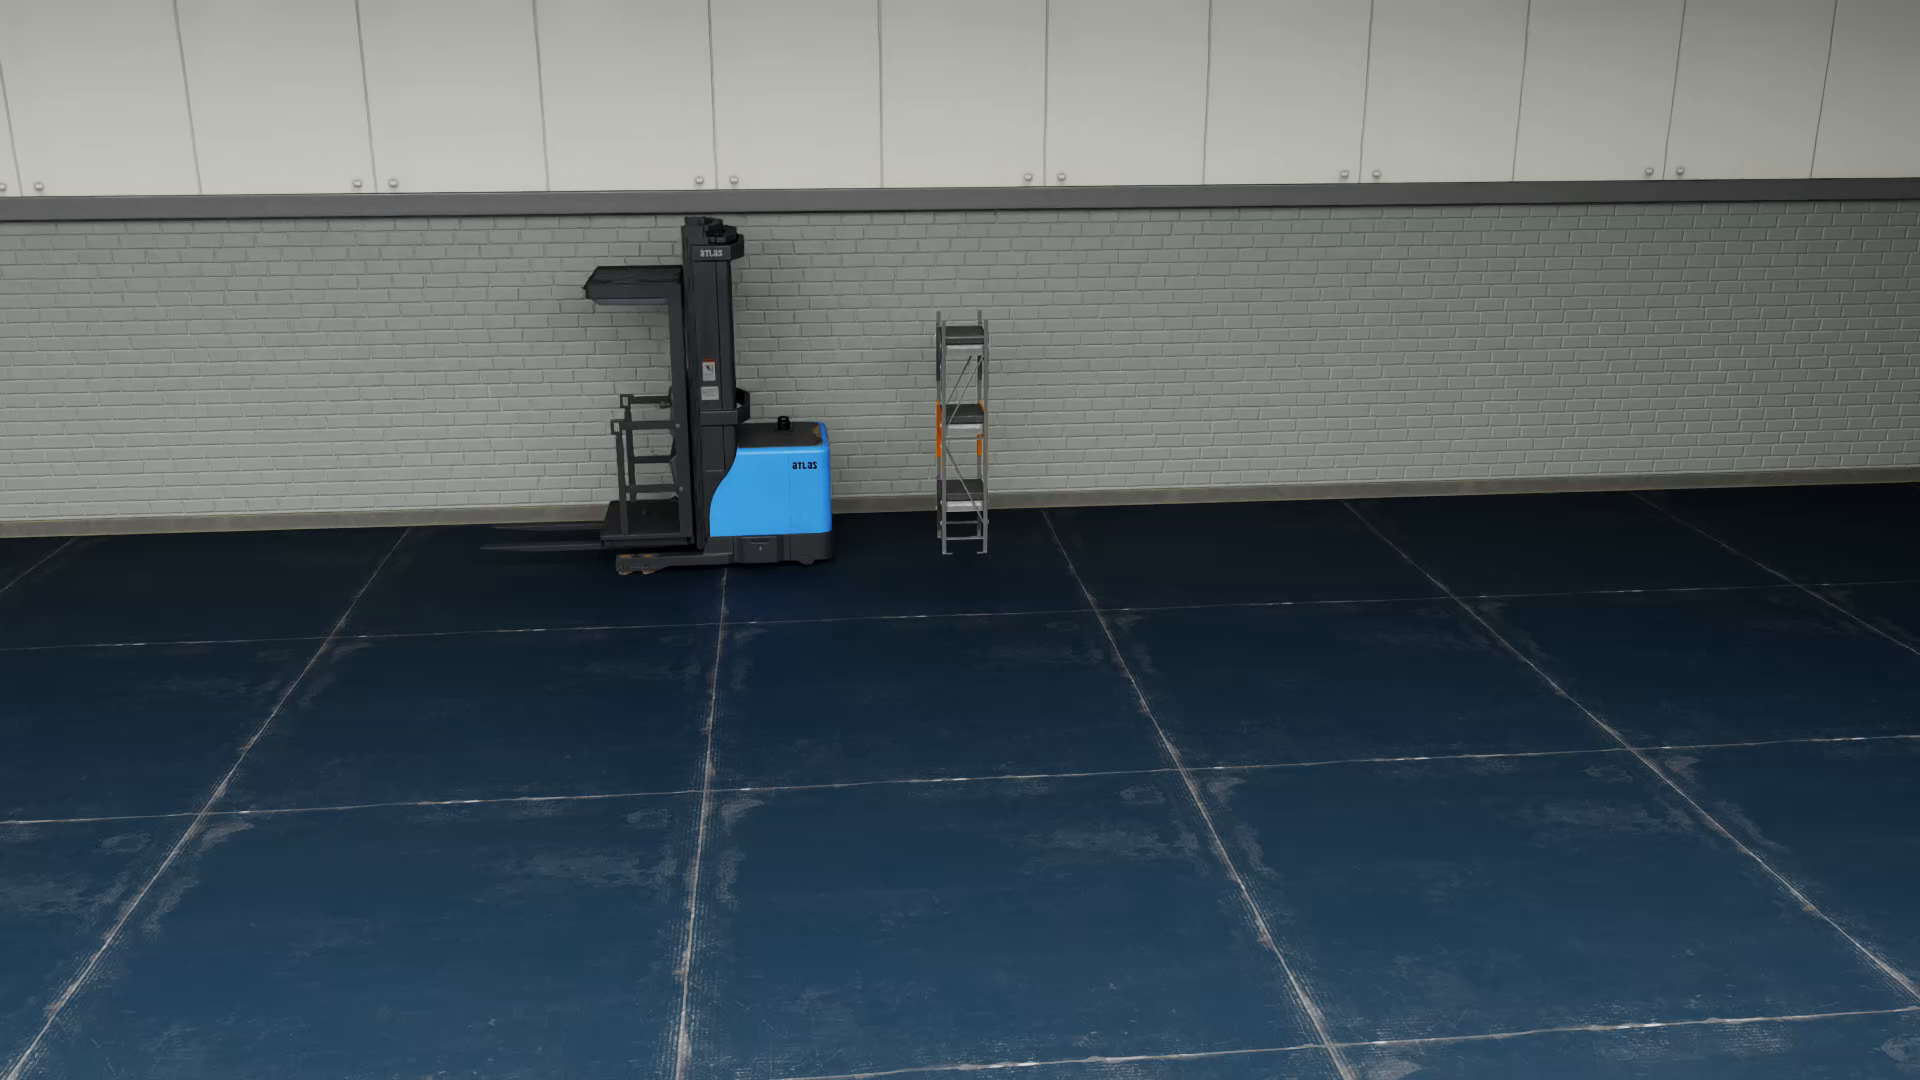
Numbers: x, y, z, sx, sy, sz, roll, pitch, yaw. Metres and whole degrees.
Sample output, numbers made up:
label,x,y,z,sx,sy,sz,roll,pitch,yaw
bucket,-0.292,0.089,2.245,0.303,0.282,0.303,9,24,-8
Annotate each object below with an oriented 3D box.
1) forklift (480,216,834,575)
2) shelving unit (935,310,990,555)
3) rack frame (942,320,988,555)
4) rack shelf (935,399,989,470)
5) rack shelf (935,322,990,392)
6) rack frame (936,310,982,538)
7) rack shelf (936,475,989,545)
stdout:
label,x,y,z,sx,sy,sz,roll,pitch,yaw
forklift,-2.659,-1.267,14.392,3.031,2.935,1.130,-2,18,-6
shelving unit,0.017,-0.952,14.778,0.431,2.100,0.503,-2,18,-6
rack frame,0.042,-0.880,14.547,0.400,2.100,0.015,-2,18,-6
rack shelf,0.017,-0.939,14.782,0.431,0.518,0.480,-2,18,-6
rack shelf,0.017,-1.607,14.573,0.431,0.518,0.480,-2,18,-6
rack frame,-0.008,-1.025,15.010,0.400,2.100,0.015,-2,18,-6
rack shelf,0.017,-0.272,14.992,0.431,0.518,0.480,-2,18,-6
